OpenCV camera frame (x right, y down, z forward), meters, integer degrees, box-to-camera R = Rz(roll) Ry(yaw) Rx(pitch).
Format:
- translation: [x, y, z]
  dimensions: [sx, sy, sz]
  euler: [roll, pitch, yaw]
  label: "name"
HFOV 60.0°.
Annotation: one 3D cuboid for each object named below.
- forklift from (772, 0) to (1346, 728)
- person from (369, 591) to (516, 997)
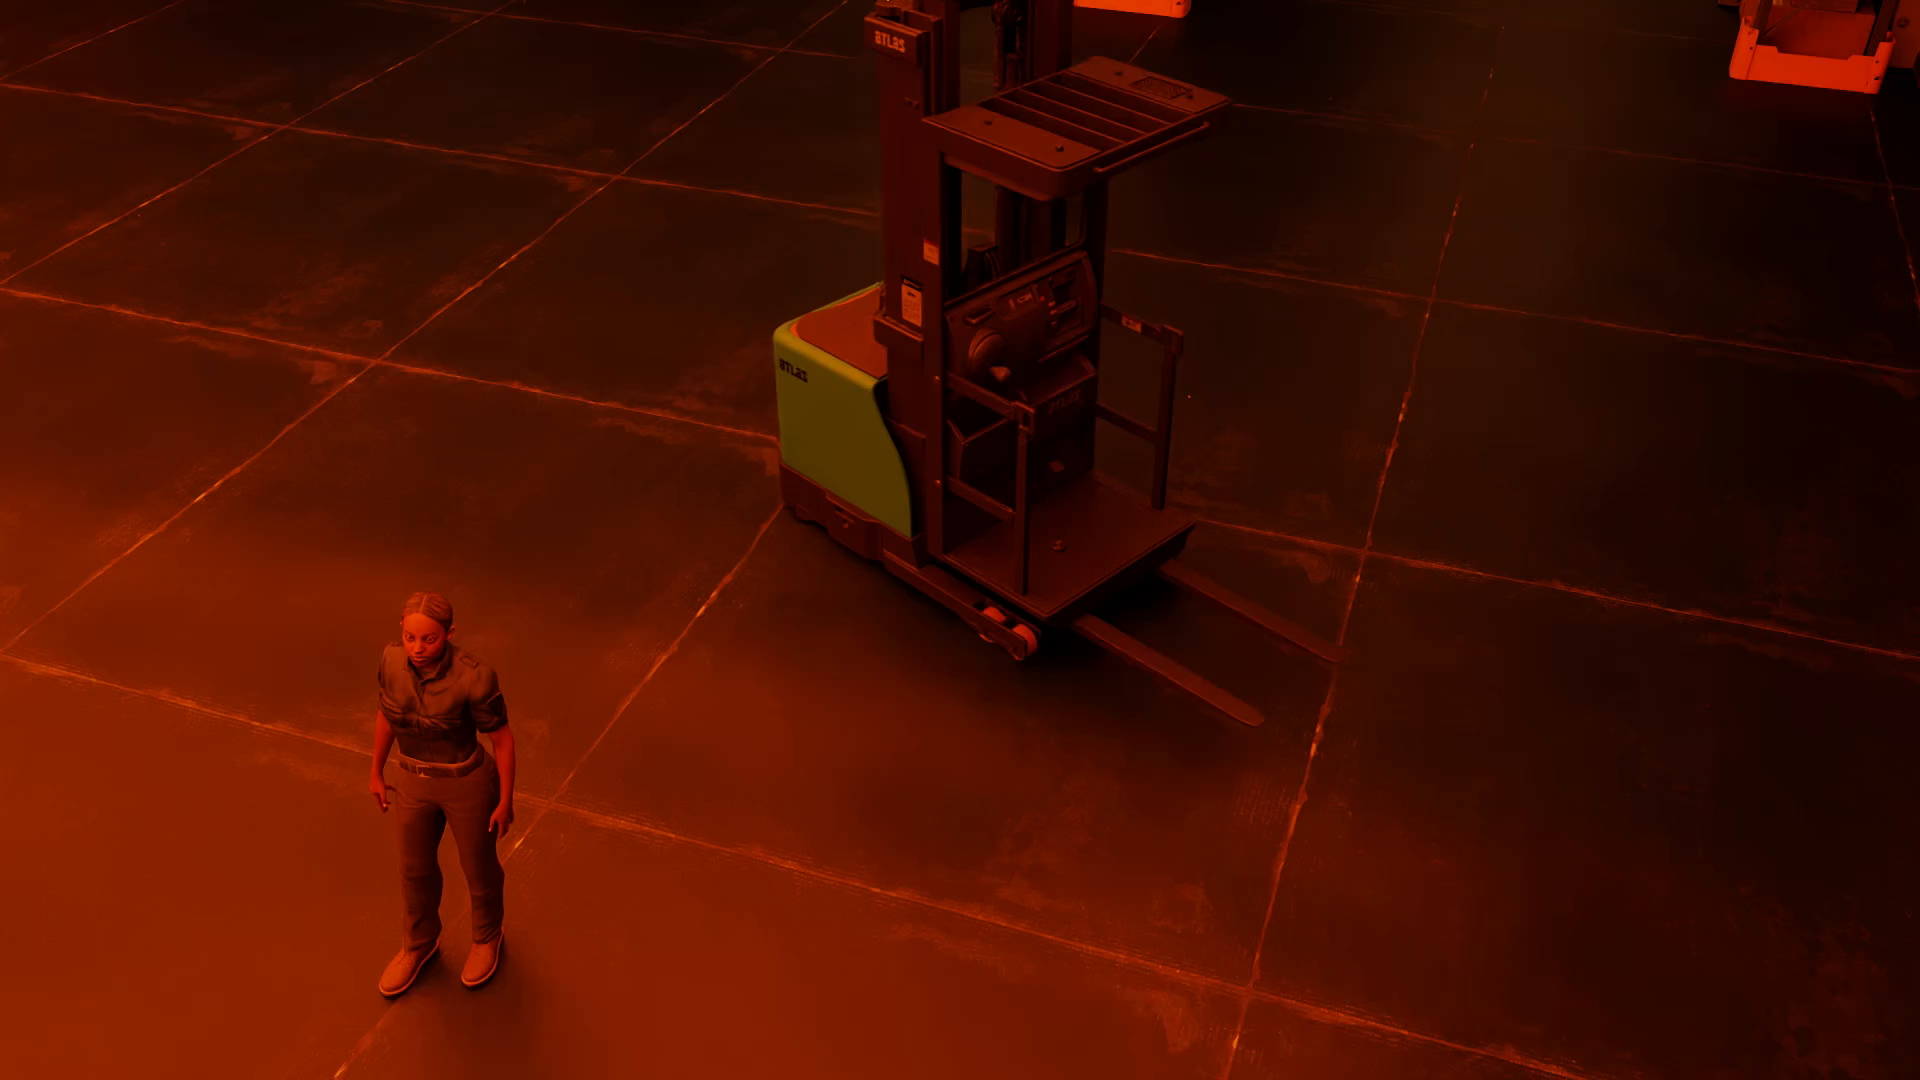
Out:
- translation: [0.442, -0.968, 7.476]
  dimensions: [1.130, 2.935, 3.031]
  euler: [-30, 45, -35]
  label: "forklift"
- translation: [-1.865, 0.926, 5.897]
  dimensions: [0.570, 1.654, 0.505]
  euler: [7, 36, 10]
  label: "person"
